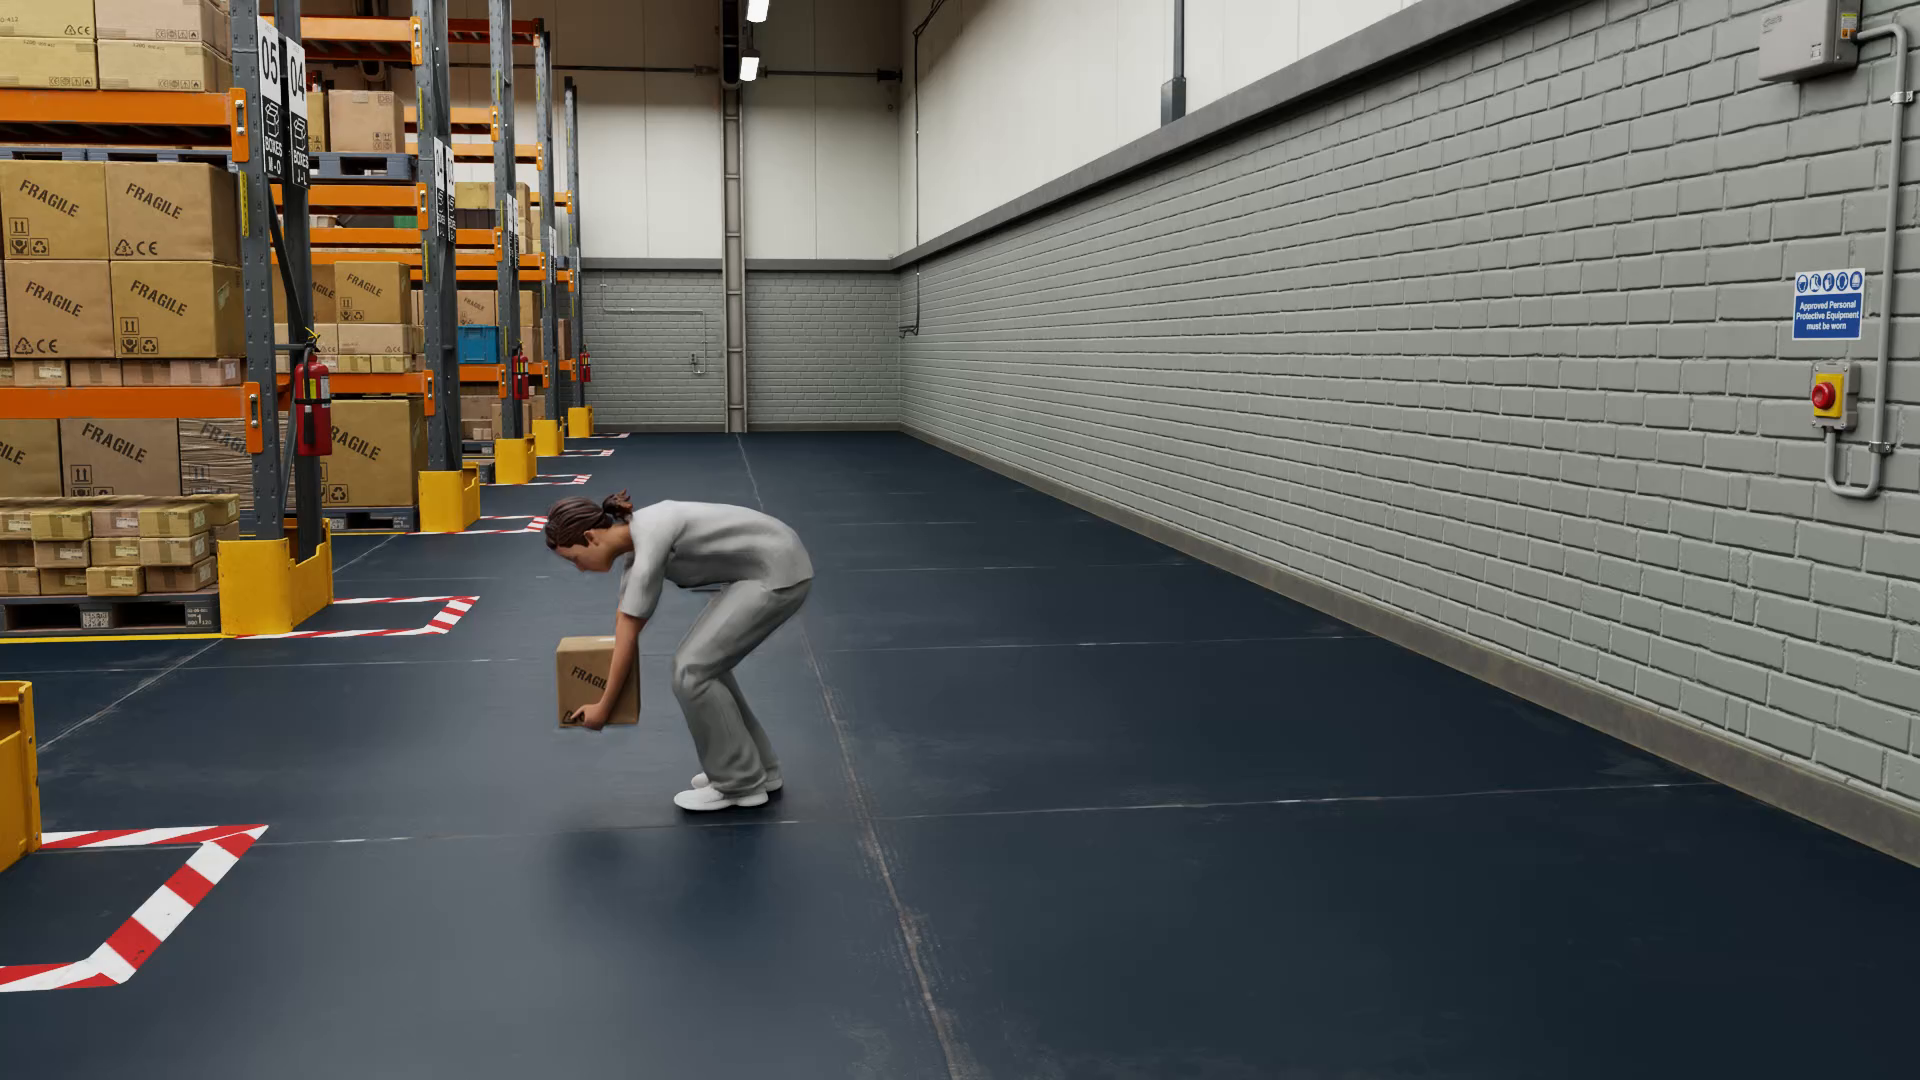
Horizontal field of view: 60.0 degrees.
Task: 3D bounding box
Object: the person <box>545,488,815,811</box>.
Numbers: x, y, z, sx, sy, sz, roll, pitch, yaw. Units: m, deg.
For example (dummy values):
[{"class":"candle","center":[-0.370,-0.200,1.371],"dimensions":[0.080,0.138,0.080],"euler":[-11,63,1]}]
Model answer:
[{"class":"person","center":[-0.914,0.349,5.481],"dimensions":[0.865,1.057,0.451],"euler":[-1,7,-12]}]
